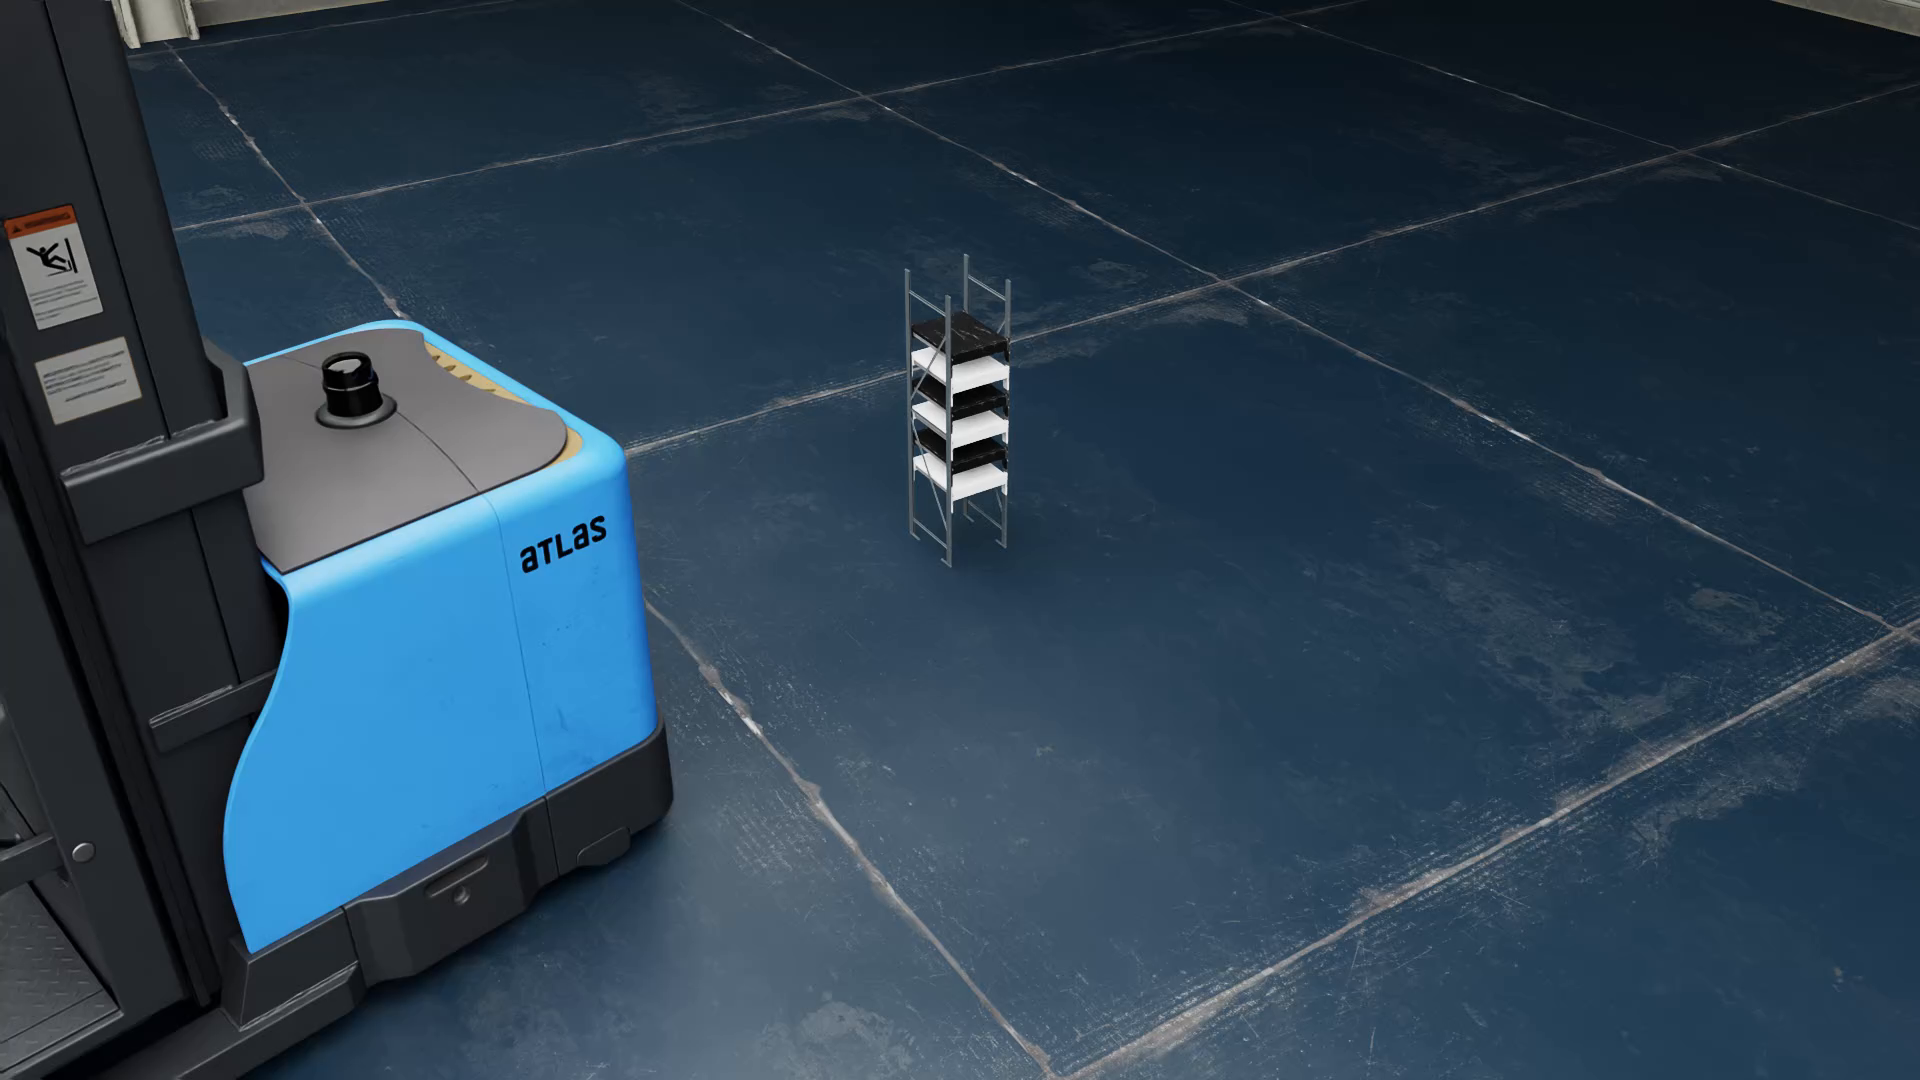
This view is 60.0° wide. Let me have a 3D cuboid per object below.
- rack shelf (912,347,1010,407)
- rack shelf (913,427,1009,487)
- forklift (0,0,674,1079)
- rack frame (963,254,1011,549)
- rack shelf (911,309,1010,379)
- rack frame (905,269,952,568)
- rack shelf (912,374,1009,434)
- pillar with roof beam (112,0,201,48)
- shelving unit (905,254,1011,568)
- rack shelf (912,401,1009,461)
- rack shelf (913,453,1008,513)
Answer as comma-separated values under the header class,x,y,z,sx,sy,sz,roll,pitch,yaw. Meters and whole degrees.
class,x,y,z,sx,sy,sz,roll,pitch,yaw
rack shelf,-0.007,-0.502,4.928,0.200,0.077,0.258,-19,37,-27
rack shelf,-0.007,-0.274,5.072,0.200,0.077,0.258,-19,37,-27
forklift,-2.107,-0.166,2.766,3.031,2.935,1.130,-28,42,-37
rack frame,0.079,-0.408,5.053,0.006,0.900,0.240,-19,37,-27
rack shelf,-0.007,-0.578,4.880,0.200,0.077,0.258,-19,37,-27
rack frame,-0.092,-0.349,4.960,0.006,0.900,0.240,-19,37,-27
rack shelf,-0.007,-0.426,4.976,0.200,0.077,0.258,-19,37,-27
pillar with roof beam,-2.510,-4.921,4.617,0.400,9.000,9.100,-19,37,-27
shelving unit,-0.007,-0.378,5.006,0.210,0.900,0.258,-19,37,-27
rack shelf,-0.007,-0.350,5.024,0.200,0.077,0.258,-19,37,-27
rack shelf,-0.007,-0.198,5.120,0.200,0.077,0.258,-19,37,-27
